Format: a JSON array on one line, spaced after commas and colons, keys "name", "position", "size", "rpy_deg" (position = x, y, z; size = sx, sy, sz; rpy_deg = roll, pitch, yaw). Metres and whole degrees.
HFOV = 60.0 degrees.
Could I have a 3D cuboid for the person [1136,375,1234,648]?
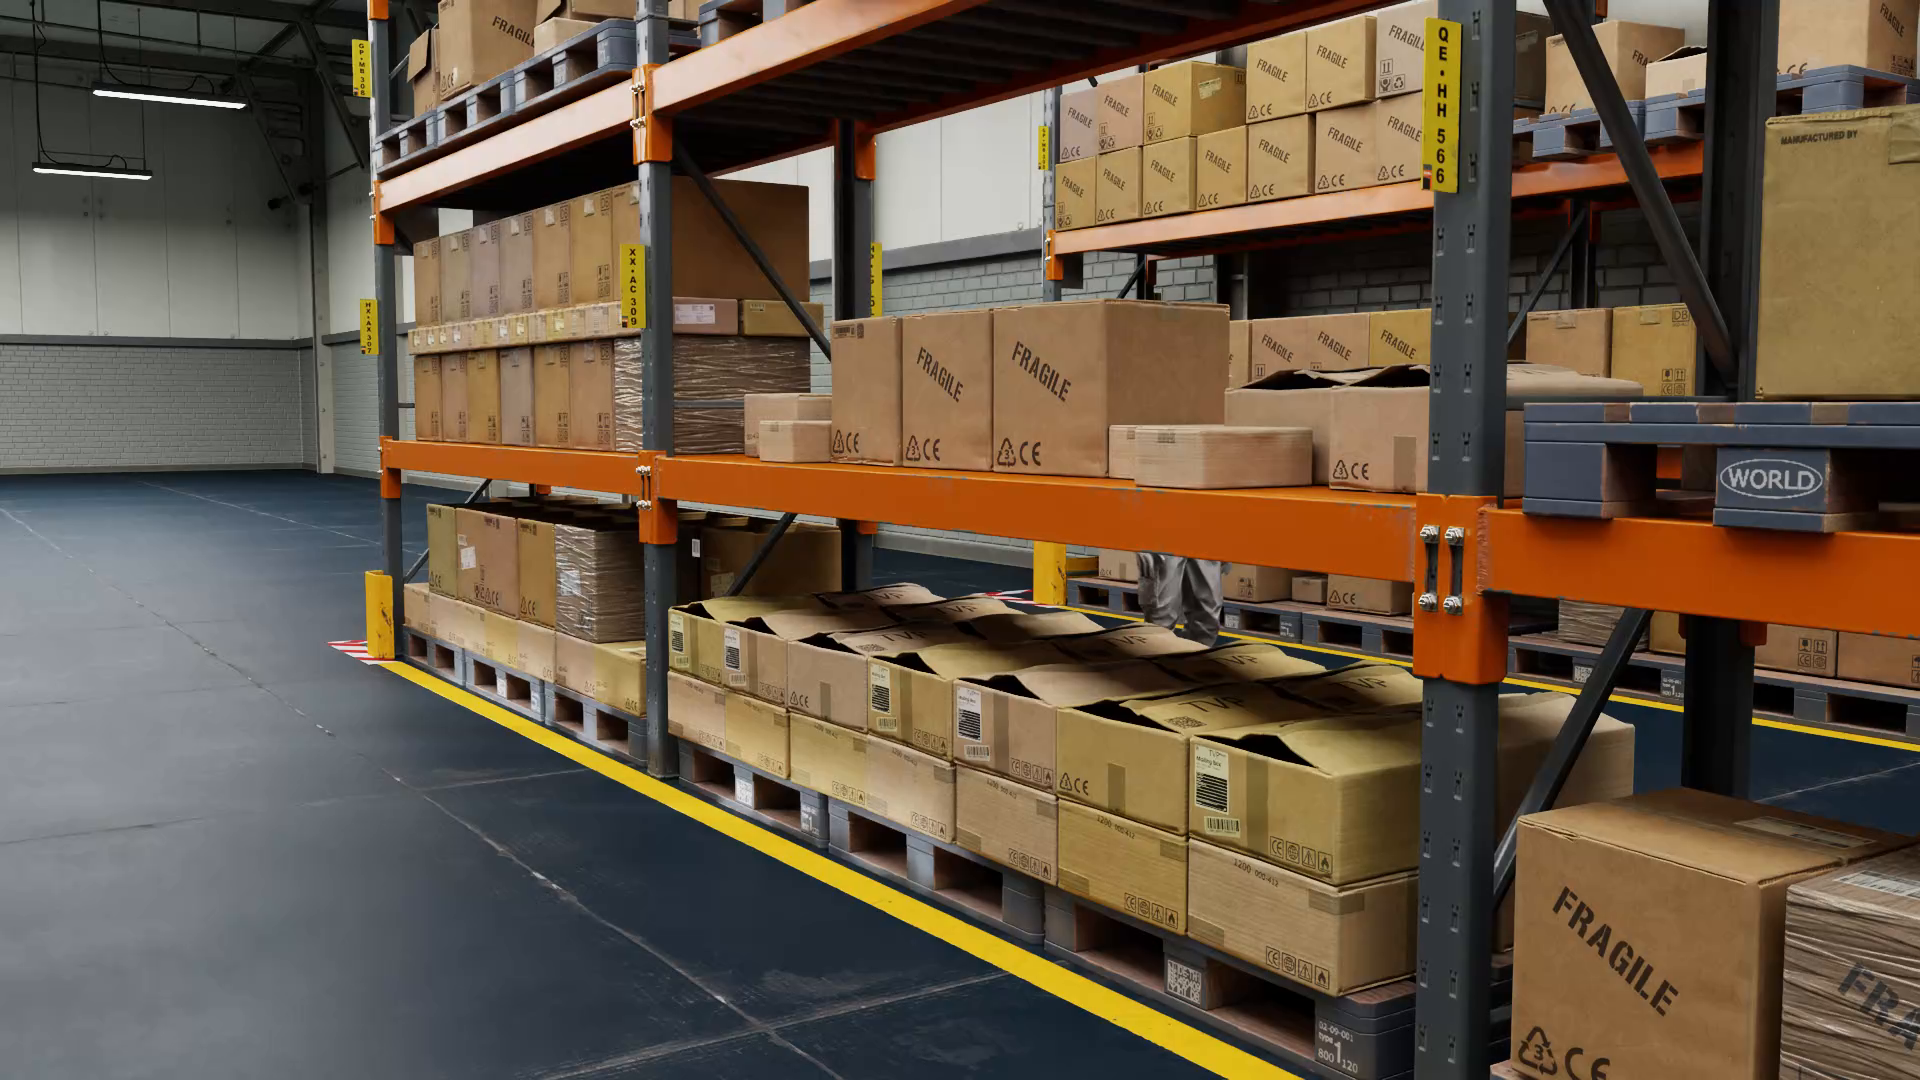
[{"name": "person", "position": [1.031, 0.003, 7.662], "size": [0.623, 1.773, 0.450], "rpy_deg": [-3, 6, -37]}]
